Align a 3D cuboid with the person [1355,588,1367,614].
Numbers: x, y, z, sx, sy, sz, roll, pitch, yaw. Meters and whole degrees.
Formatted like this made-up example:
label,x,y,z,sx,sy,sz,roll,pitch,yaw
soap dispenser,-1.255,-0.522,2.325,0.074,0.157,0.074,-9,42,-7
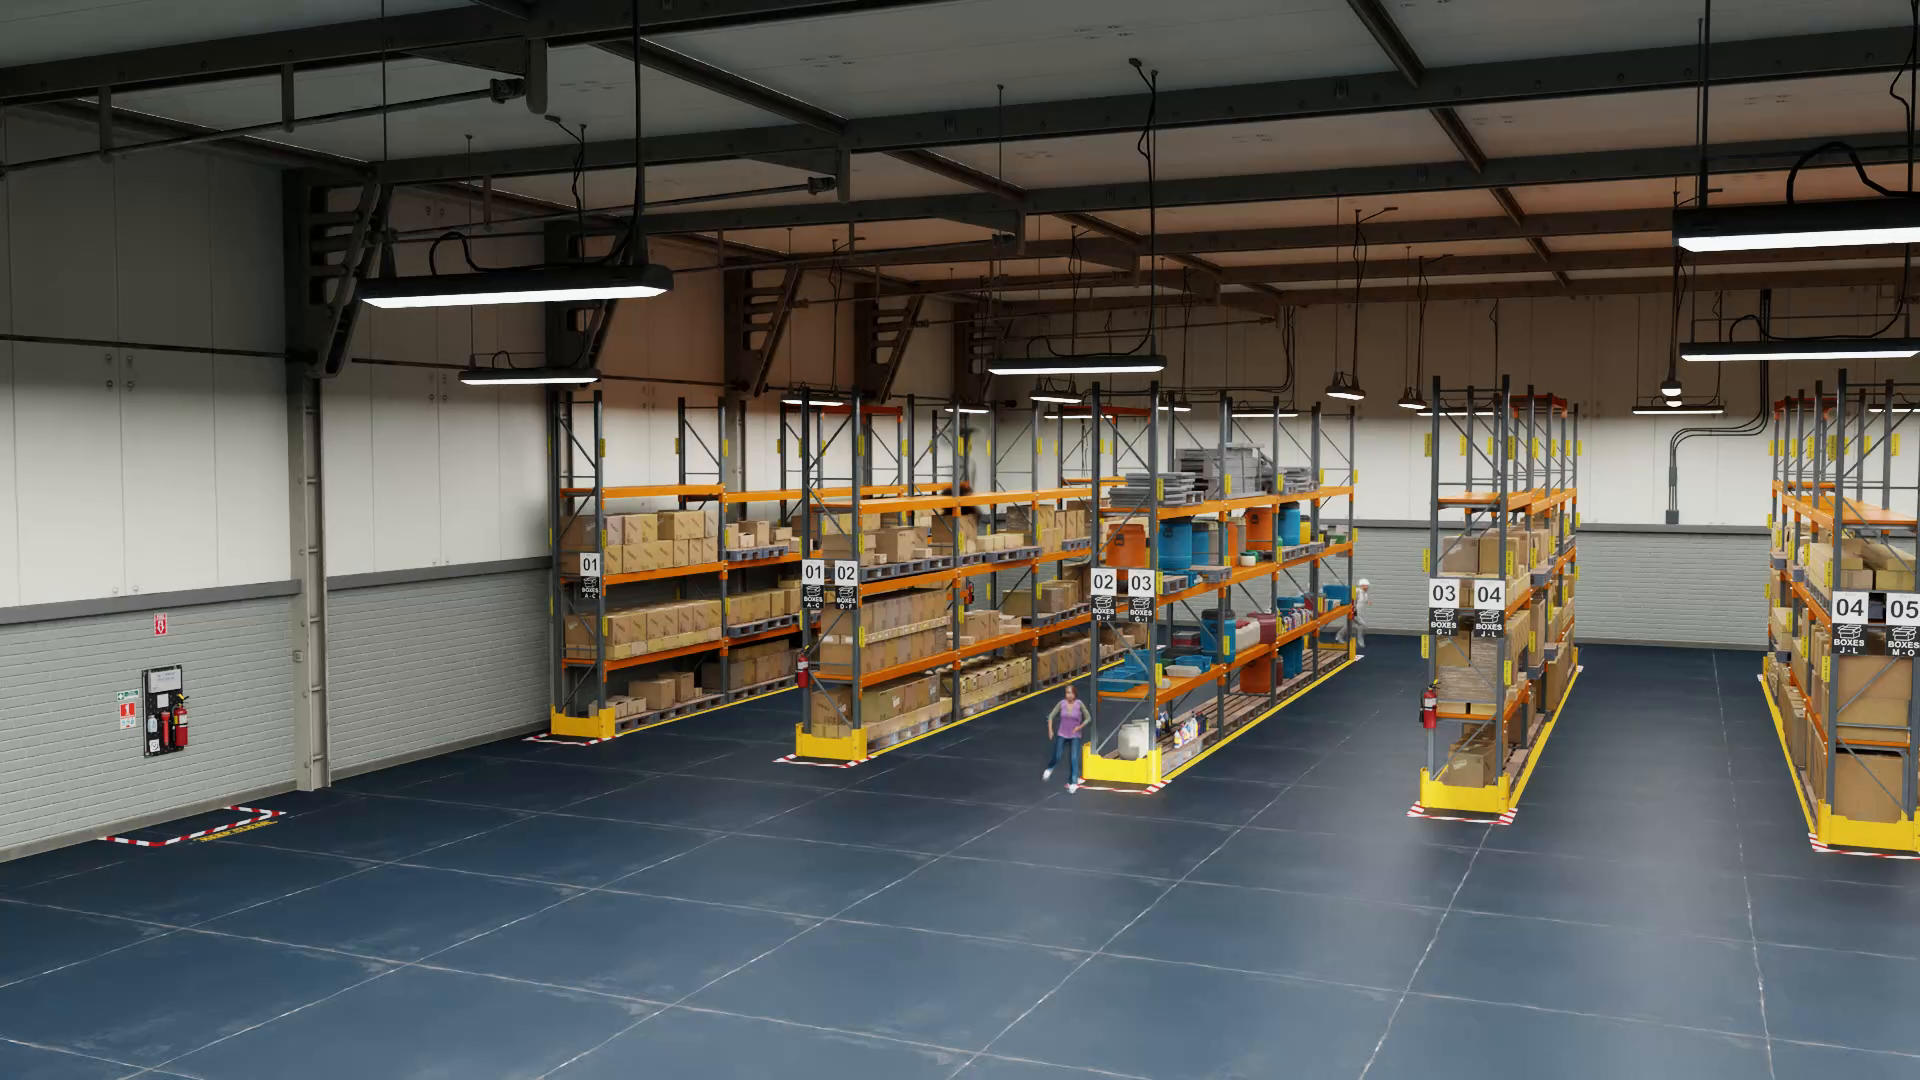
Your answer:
label,x,y,z,sx,sy,sz,roll,pitch,yaw
person,9.967,1.527,41.804,0.451,0.642,0.445,2,4,36
